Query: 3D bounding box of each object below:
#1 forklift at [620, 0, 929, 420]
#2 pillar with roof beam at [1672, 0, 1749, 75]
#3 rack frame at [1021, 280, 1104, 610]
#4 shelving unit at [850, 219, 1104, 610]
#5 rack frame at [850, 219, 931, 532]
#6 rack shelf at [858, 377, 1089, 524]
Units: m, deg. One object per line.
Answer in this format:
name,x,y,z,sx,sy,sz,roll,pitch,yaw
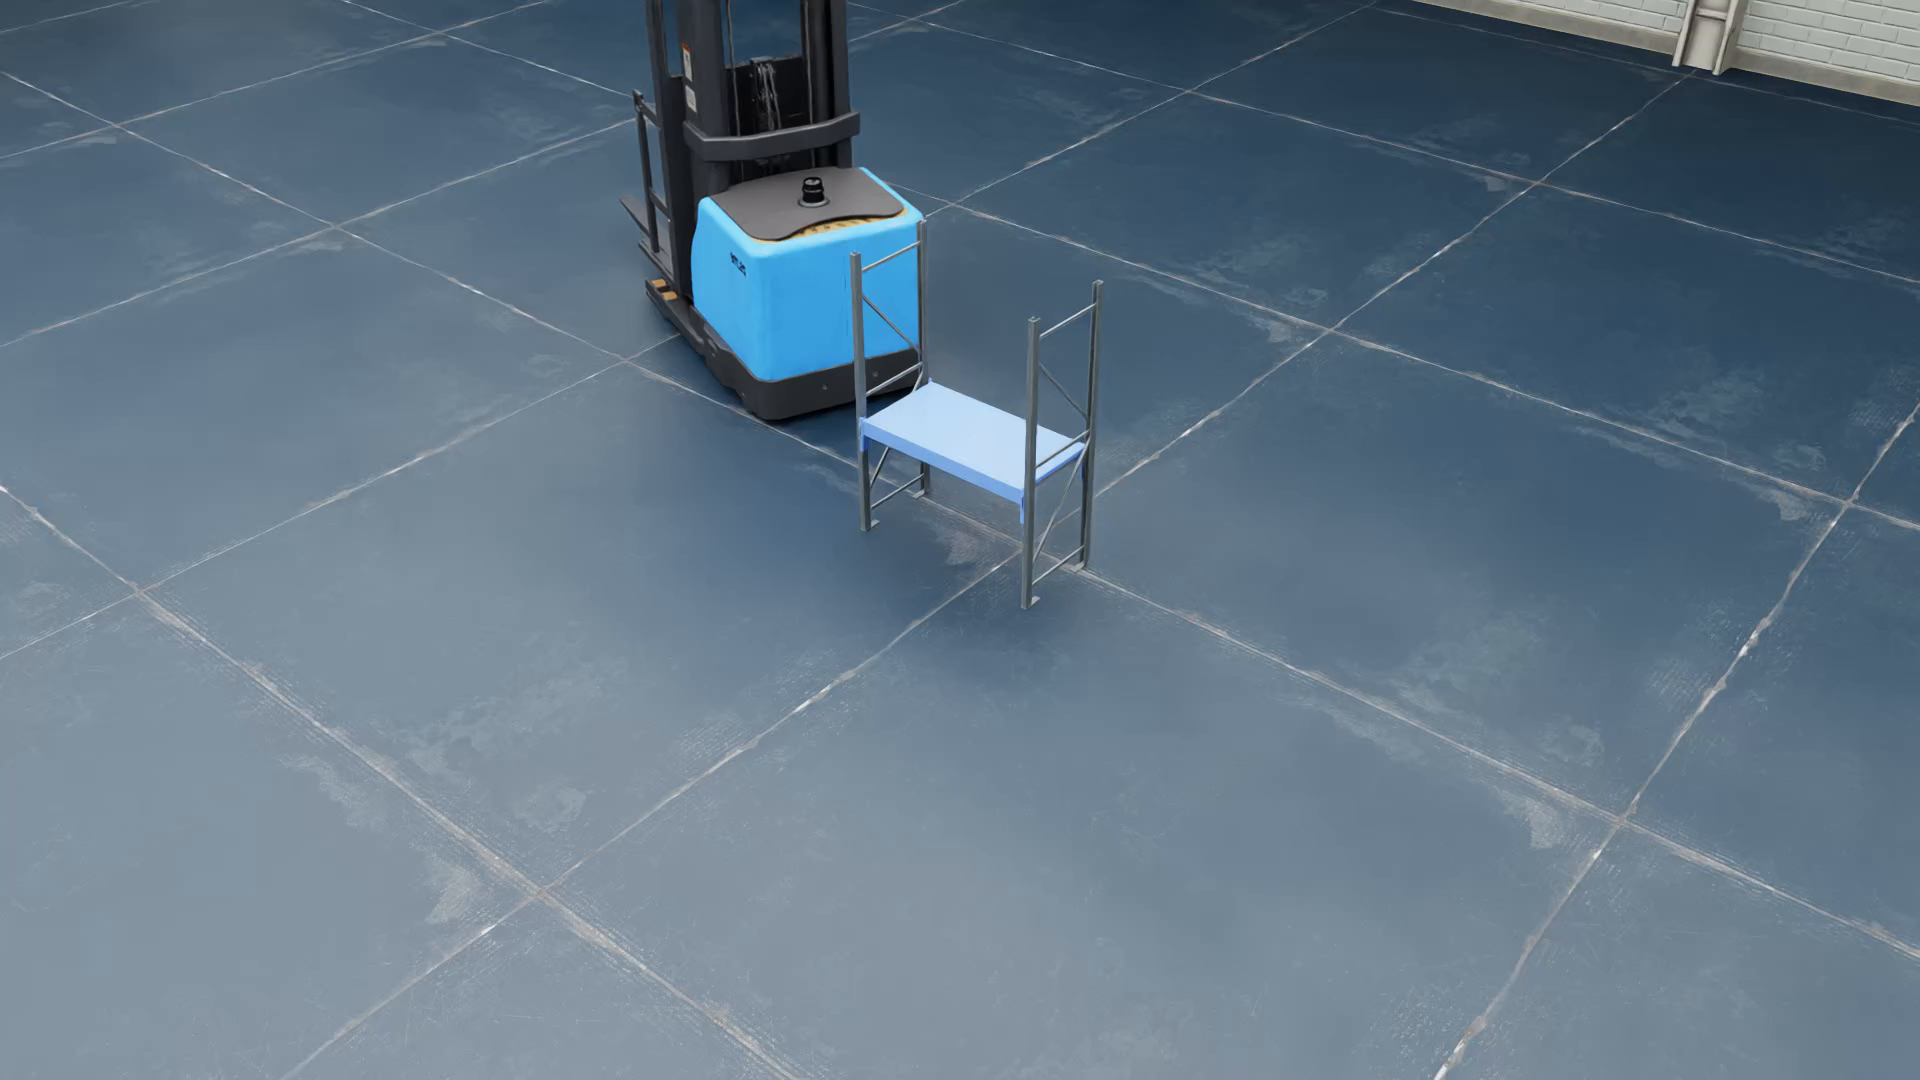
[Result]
forklift,-1.304,-2.678,9.561,1.130,2.935,3.031,-16,38,-22
pillar with roof beam,3.538,-5.862,8.836,0.400,9.000,9.100,25,42,32
rack frame,0.456,-0.403,7.512,0.032,1.500,0.500,25,42,32
shelving unit,0.066,-0.587,7.780,1.048,1.500,0.538,25,42,32
rack frame,-0.325,-0.771,8.049,0.032,1.500,0.500,25,42,32
rack shelf,0.066,-0.439,7.882,1.000,0.185,0.538,25,42,32
